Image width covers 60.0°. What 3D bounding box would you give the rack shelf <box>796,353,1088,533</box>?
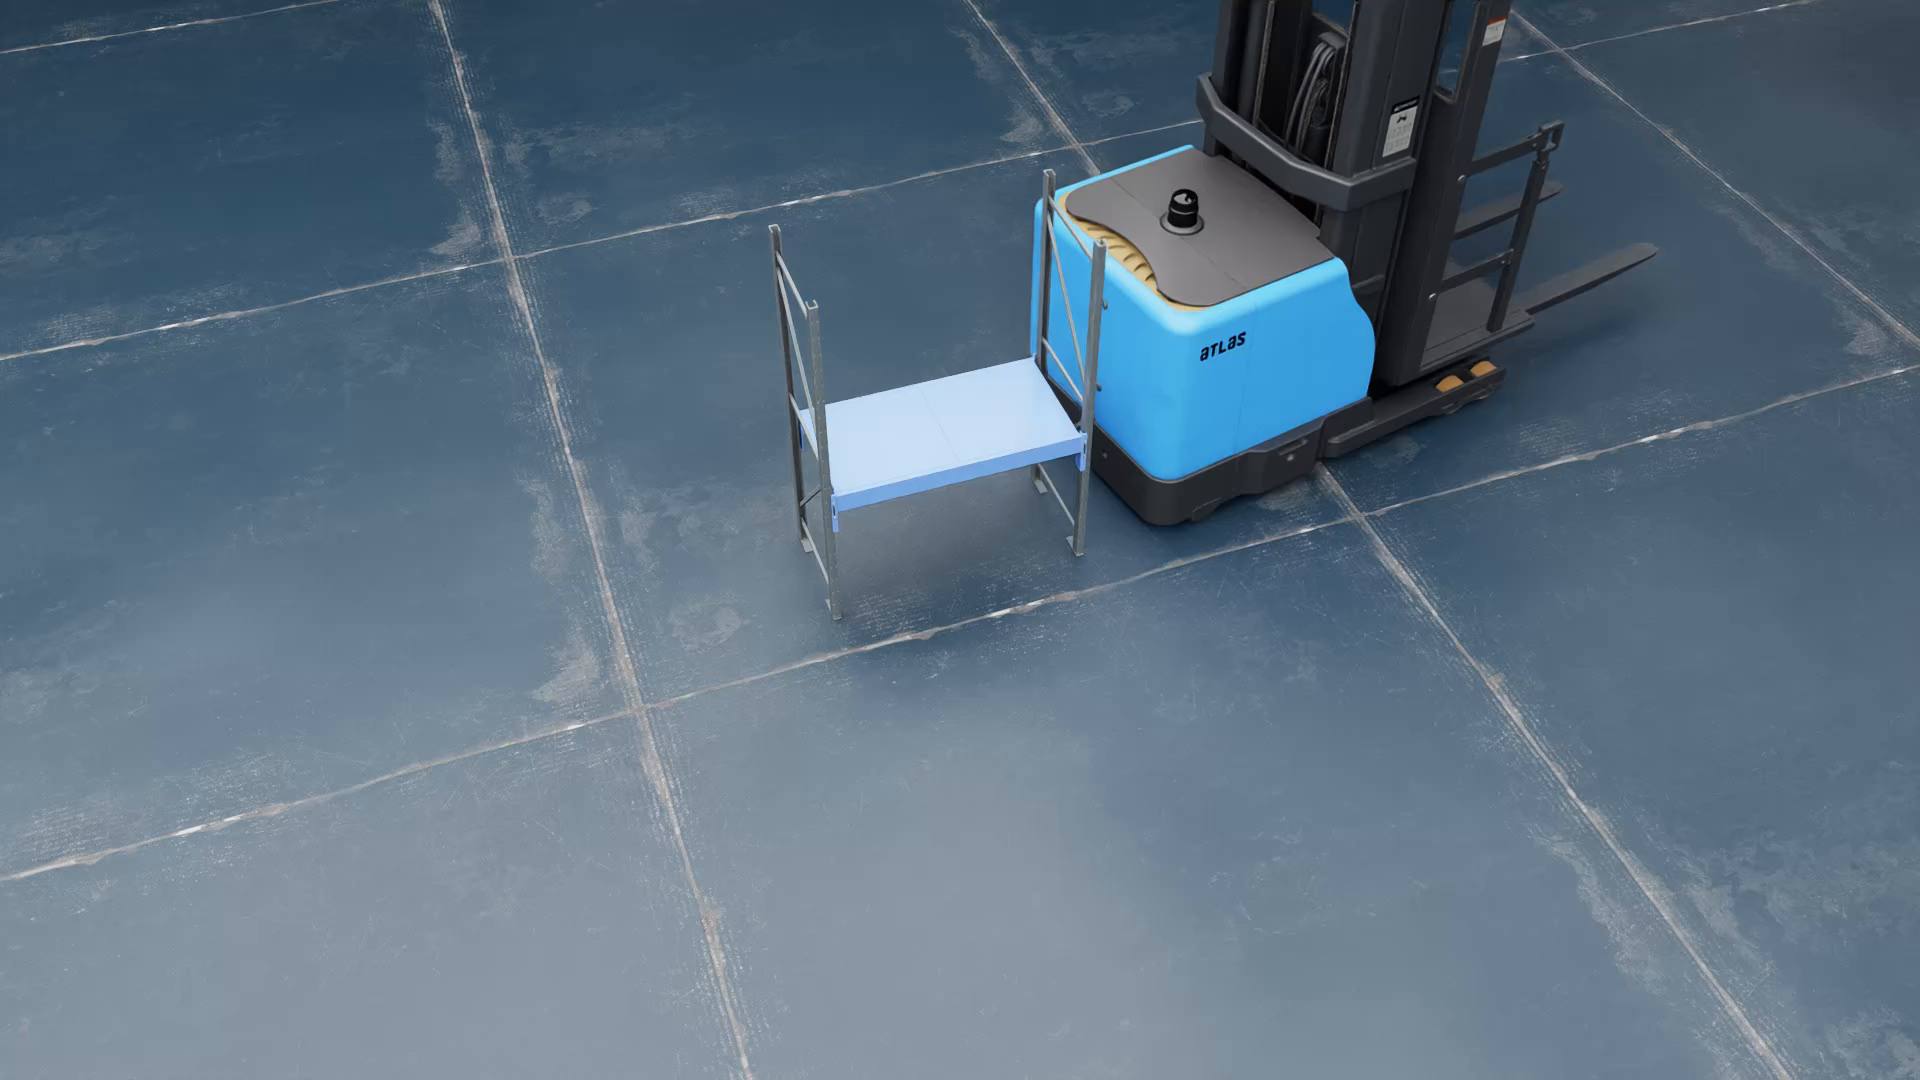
[{"bbox_3d":[-0.080,-0.382,6.326,1.000,0.185,0.538,-14,47,-14],"label":"rack shelf"}]

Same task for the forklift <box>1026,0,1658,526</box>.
[{"bbox_3d":[1.810,-1.886,6.561,3.031,2.935,1.130,-23,50,-21],"label":"forklift"}]

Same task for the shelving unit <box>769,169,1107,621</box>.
[{"bbox_3d":[-0.080,-0.509,6.198,1.048,1.500,0.538,-14,47,-14],"label":"shelving unit"}]

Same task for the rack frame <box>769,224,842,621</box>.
[{"bbox_3d":[-0.558,-0.387,6.076,0.032,1.500,0.500,-14,47,-14],"label":"rack frame"}]

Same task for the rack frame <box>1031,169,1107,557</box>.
[{"bbox_3d":[0.398,-0.631,6.320,0.032,1.500,0.500,-14,47,-14],"label":"rack frame"}]
